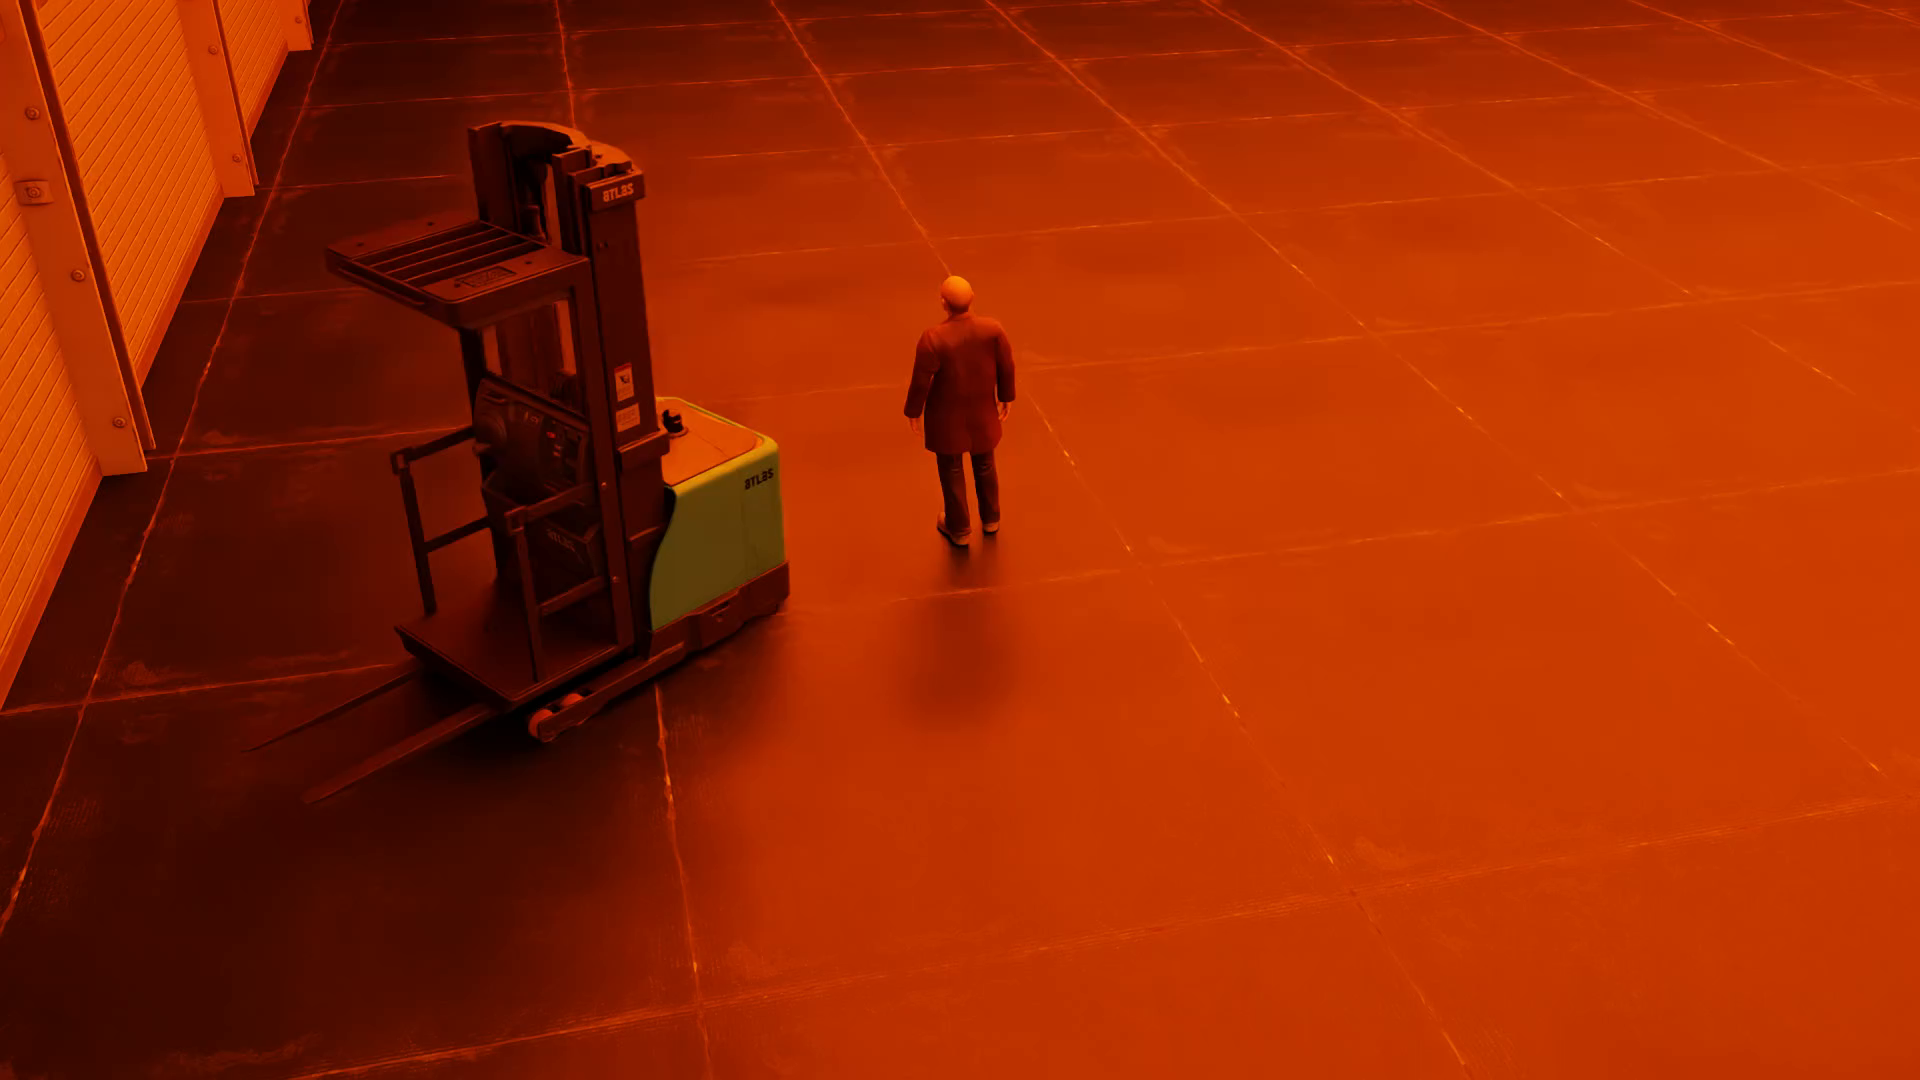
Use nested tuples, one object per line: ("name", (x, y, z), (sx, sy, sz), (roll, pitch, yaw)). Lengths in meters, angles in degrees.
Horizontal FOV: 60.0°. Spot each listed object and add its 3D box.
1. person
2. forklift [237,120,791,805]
("person", (-0.016, -0.820, 10.128), (0.696, 1.776, 0.582), (-7, 31, -12))
("forklift", (-2.349, -0.501, 8.440), (1.130, 2.935, 3.031), (24, 38, 35))
